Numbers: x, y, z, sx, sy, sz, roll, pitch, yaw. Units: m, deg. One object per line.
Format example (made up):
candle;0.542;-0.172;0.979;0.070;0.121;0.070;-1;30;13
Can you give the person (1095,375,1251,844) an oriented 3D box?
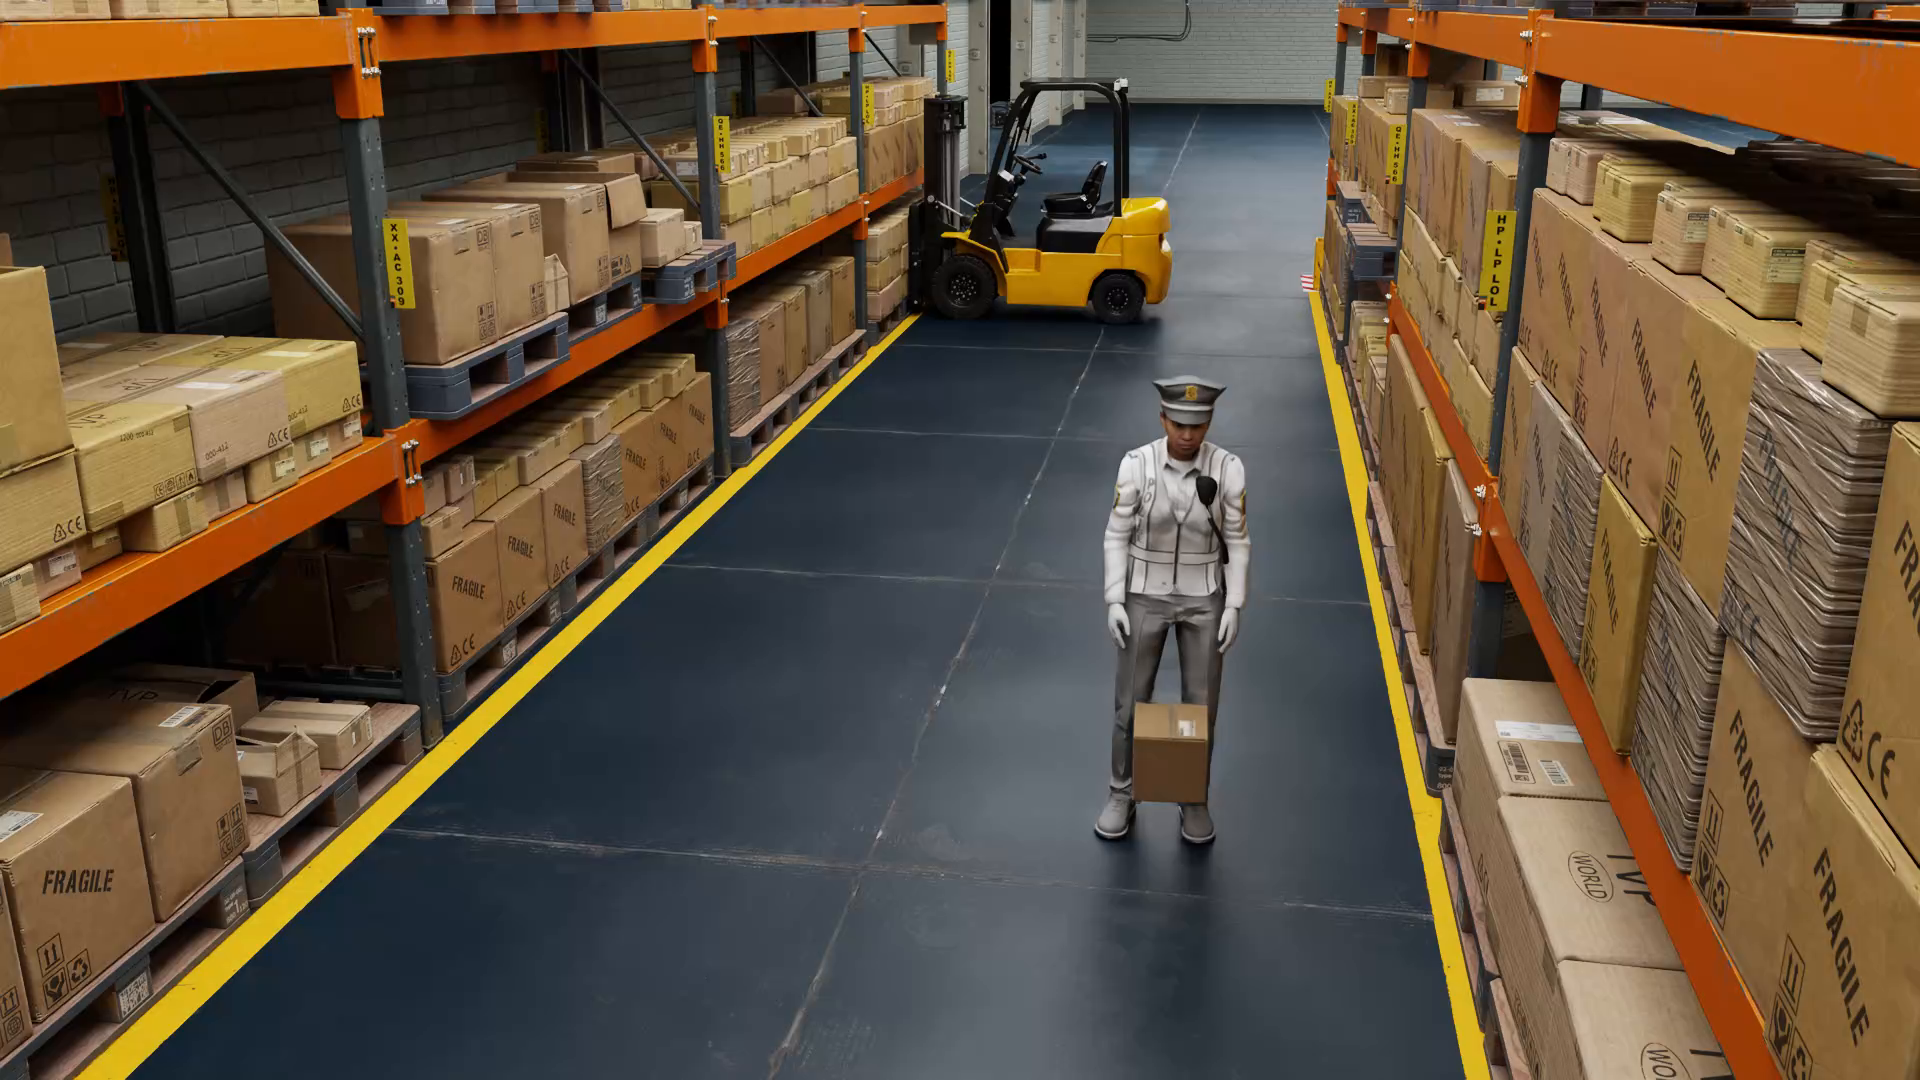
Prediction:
person;0.751;0.235;5.816;0.510;1.669;0.359;2;18;6
